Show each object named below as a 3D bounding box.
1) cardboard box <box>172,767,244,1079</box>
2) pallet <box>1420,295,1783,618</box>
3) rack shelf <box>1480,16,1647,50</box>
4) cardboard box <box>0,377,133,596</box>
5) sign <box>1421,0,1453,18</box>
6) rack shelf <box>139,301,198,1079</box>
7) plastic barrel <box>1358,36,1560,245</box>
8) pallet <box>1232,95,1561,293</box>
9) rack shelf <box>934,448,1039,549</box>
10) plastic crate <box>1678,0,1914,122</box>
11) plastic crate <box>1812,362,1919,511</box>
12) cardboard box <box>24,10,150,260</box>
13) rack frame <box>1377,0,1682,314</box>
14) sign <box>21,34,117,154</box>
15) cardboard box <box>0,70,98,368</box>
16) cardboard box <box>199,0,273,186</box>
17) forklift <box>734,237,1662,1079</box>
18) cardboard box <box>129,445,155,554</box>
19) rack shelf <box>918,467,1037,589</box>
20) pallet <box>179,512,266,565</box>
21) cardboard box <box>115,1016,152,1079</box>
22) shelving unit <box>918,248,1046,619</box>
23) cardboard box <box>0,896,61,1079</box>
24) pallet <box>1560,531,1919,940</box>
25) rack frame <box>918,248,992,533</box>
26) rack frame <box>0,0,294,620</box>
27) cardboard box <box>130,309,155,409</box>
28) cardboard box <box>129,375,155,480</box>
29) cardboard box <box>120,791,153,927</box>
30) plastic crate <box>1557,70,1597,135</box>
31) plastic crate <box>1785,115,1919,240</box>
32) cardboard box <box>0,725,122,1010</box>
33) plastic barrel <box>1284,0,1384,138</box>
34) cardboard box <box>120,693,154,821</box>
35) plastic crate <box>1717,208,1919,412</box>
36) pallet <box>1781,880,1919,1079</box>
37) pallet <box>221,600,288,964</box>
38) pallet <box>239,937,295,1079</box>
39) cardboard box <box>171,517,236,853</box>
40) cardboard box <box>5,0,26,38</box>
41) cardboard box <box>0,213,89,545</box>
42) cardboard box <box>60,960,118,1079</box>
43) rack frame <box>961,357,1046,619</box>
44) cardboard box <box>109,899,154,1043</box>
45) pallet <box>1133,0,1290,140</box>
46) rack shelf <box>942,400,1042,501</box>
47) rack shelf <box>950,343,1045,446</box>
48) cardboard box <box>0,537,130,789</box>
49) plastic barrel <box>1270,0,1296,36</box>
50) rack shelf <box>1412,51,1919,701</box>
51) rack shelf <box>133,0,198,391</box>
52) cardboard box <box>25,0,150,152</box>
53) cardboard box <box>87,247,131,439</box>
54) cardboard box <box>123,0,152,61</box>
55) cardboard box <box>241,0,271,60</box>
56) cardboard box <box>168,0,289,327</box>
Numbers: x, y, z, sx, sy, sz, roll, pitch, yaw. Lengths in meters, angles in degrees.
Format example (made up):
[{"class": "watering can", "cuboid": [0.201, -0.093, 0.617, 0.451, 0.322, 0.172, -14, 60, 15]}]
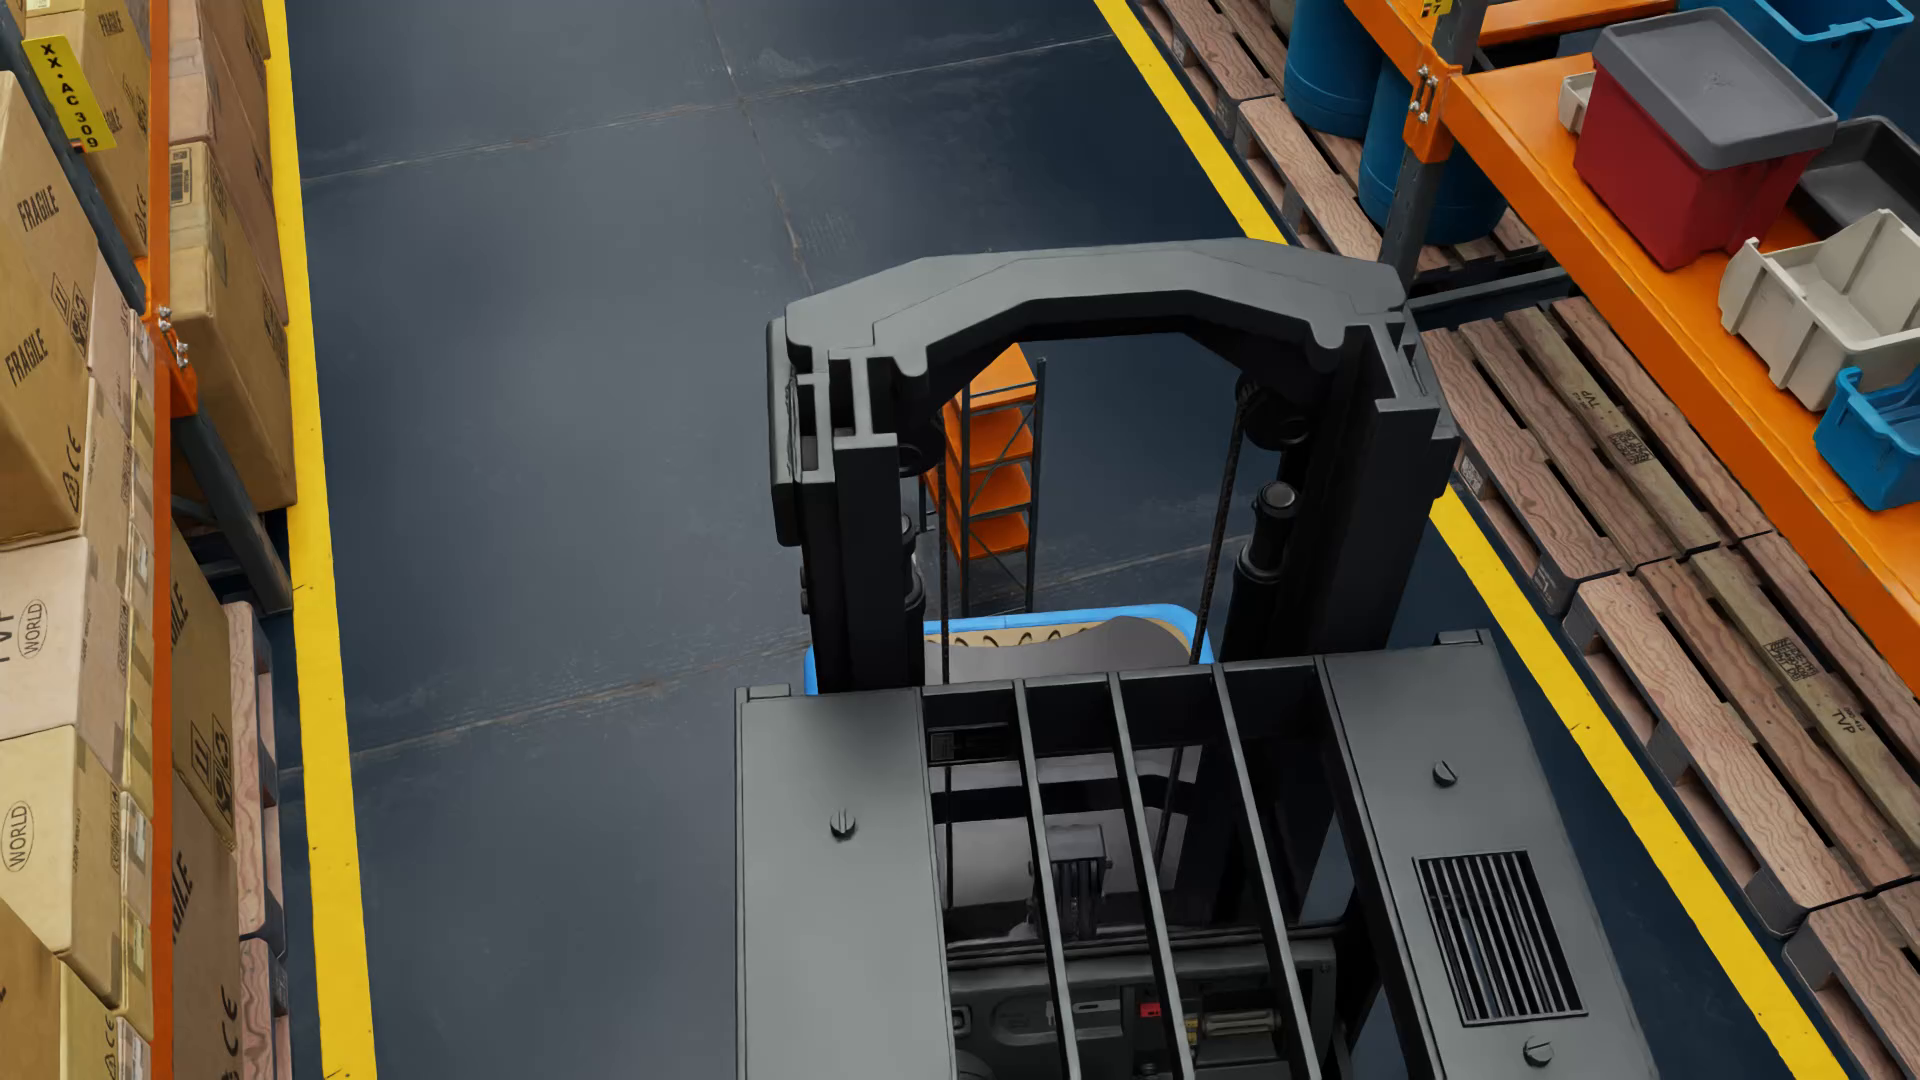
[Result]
[{"class": "cardboard box", "cuboid": [-2.333, 1.045, 4.022, 0.875, 0.875, 0.875, -13, 51, -11]}, {"class": "pallet", "cuboid": [2.268, -0.355, 5.911, 1.003, 0.211, 1.213, -13, 51, -11]}, {"class": "rack shelf", "cuboid": [1.422, -3.057, 6.742, 0.831, 0.071, 3.687, -13, 51, -11]}, {"class": "cardboard box", "cuboid": [-2.182, -0.069, 3.750, 0.500, 0.250, 0.500, -12, 51, -10]}, {"class": "sign", "cuboid": [1.487, -1.748, 5.081, 0.100, 0.325, 0.005, -13, 51, -11]}, {"class": "rack shelf", "cuboid": [-2.127, 1.031, 3.390, 1.077, 0.370, 4.000, -13, 51, -11]}, {"class": "plastic barrel", "cuboid": [1.869, -1.642, 6.270, 0.600, 0.901, 0.708, -13, 51, -11]}, {"class": "pallet", "cuboid": [1.825, -1.456, 6.839, 1.003, 0.211, 1.213, -13, 51, -11]}, {"class": "rack shelf", "cuboid": [0.049, -0.222, 5.241, 0.258, 0.148, 0.480, -13, 51, -11]}, {"class": "plastic crate", "cuboid": [2.477, -1.532, 5.051, 0.392, 0.384, 0.575, -13, 51, -11]}, {"class": "plastic crate", "cuboid": [2.344, -0.268, 4.084, 0.416, 0.233, 0.300, -13, 51, -11]}, {"class": "cardboard box", "cuboid": [-2.615, -1.087, 4.639, 0.500, 0.500, 0.500, -13, 51, -11]}, {"class": "rack frame", "cuboid": [2.013, -1.782, 5.290, 1.000, 3.000, 0.127, -13, 51, -11]}, {"class": "sign", "cuboid": [-2.189, -1.093, 4.091, 0.100, 0.325, 0.005, -13, 51, -11]}, {"class": "cardboard box", "cuboid": [-2.327, -0.676, 3.771, 0.500, 0.500, 0.500, -12, 51, -10]}, {"class": "cardboard box", "cuboid": [-3.461, -1.872, 6.481, 1.225, 0.875, 0.875, -13, 51, -11]}, {"class": "forklift", "cuboid": [0.252, 1.061, 2.939, 1.130, 2.935, 3.031, -4, 50, -4]}, {"class": "cardboard box", "cuboid": [-2.163, -0.057, 4.000, 0.380, 0.149, 0.250, -14, 51, -12]}, {"class": "rack shelf", "cuboid": [0.049, -0.094, 5.393, 0.258, 0.148, 0.480, -13, 51, -11]}, {"class": "pallet", "cuboid": [-3.018, -0.310, 5.873, 1.003, 0.211, 1.213, -13, 51, -11]}, {"class": "cardboard box", "cuboid": [-1.708, 1.068, 3.052, 0.380, 0.149, 0.250, -14, 51, -11]}, {"class": "shelving unit", "cuboid": [0.049, -0.266, 5.189, 0.258, 1.200, 0.503, -13, 51, -11]}, {"class": "cardboard box", "cuboid": [-1.726, 0.817, 2.513, 0.500, 0.500, 0.500, -15, 51, -12]}, {"class": "pallet", "cuboid": [2.632, 0.538, 5.158, 1.003, 0.211, 1.213, -13, 51, -11]}, {"class": "rack frame", "cuboid": [-0.023, -0.444, 5.340, 0.240, 1.200, 0.015, -13, 51, -11]}, {"class": "rack frame", "cuboid": [-2.718, -0.662, 4.346, 1.000, 3.000, 0.127, -13, 51, -11]}, {"class": "cardboard box", "cuboid": [-2.315, -0.432, 4.317, 0.380, 0.149, 0.250, -13, 51, -11]}, {"class": "cardboard box", "cuboid": [-2.239, -0.244, 4.158, 0.380, 0.149, 0.250, -12, 51, -10]}, {"class": "cardboard box", "cuboid": [-1.861, 0.692, 3.369, 0.380, 0.149, 0.250, -13, 51, -10]}, {"class": "plastic crate", "cuboid": [2.014, -1.344, 5.054, 0.396, 0.136, 0.243, -13, 51, -11]}, {"class": "plastic crate", "cuboid": [2.601, -0.956, 4.734, 0.437, 0.125, 0.590, -13, 51, -11]}, {"class": "cardboard box", "cuboid": [-1.884, 0.675, 3.123, 0.500, 0.250, 0.500, -14, 51, -12]}, {"class": "plastic barrel", "cuboid": [1.659, -2.159, 6.706, 0.600, 0.901, 0.708, -13, 51, -11]}, {"class": "cardboard box", "cuboid": [-1.935, 0.506, 3.526, 0.380, 0.149, 0.250, -14, 51, -12]}, {"class": "plastic crate", "cuboid": [2.289, -0.606, 4.337, 0.437, 0.282, 0.530, -13, 51, -11]}, {"class": "pallet", "cuboid": [2.989, 1.427, 4.409, 1.003, 0.211, 1.213, -13, 51, -11]}, {"class": "pallet", "cuboid": [-2.568, 0.810, 4.929, 1.003, 0.211, 1.213, -13, 51, -11]}, {"class": "pallet", "cuboid": [-2.204, 1.703, 4.177, 1.003, 0.211, 1.213, -13, 51, -11]}, {"class": "cardboard box", "cuboid": [-2.600, 0.388, 4.576, 0.875, 0.875, 0.875, -13, 51, -11]}, {"class": "cardboard box", "cuboid": [-2.915, -1.482, 4.316, 0.797, 0.503, 0.637, -15, 51, -12]}, {"class": "cardboard box", "cuboid": [-2.183, -0.309, 3.462, 0.500, 0.500, 0.500, -13, 51, -11]}, {"class": "cardboard box", "cuboid": [-1.725, 1.055, 2.803, 0.500, 0.250, 0.500, -15, 51, -12]}, {"class": "rack frame", "cuboid": [0.121, -0.088, 5.039, 0.240, 1.200, 0.015, -13, 51, -11]}, {"class": "cardboard box", "cuboid": [-1.781, 0.884, 3.207, 0.380, 0.149, 0.250, -14, 51, -12]}, {"class": "pallet", "cuboid": [1.460, -2.349, 7.592, 1.003, 0.211, 1.213, -13, 51, -11]}, {"class": "rack shelf", "cuboid": [0.049, -0.367, 5.070, 0.258, 0.148, 0.480, -13, 51, -11]}, {"class": "rack shelf", "cuboid": [0.049, -0.519, 4.889, 0.258, 0.148, 0.480, -13, 51, -11]}, {"class": "cardboard box", "cuboid": [-2.031, 0.304, 3.435, 0.500, 0.250, 0.500, -12, 51, -10]}, {"class": "plastic barrel", "cuboid": [1.578, -2.466, 7.220, 0.421, 0.512, 0.421, 0, 50, 0]}, {"class": "rack shelf", "cuboid": [2.605, -0.089, 4.334, 1.077, 0.370, 4.000, -13, 51, -11]}, {"class": "rack shelf", "cuboid": [-3.310, -1.891, 5.853, 1.077, 0.370, 4.000, -13, 51, -11]}, {"class": "cardboard box", "cuboid": [-2.765, -1.453, 4.948, 0.500, 0.500, 0.500, -13, 51, -11]}, {"class": "cardboard box", "cuboid": [-2.337, -0.446, 4.068, 0.500, 0.250, 0.500, -14, 51, -12]}, {"class": "cardboard box", "cuboid": [-2.913, -1.819, 5.256, 0.500, 0.500, 0.500, -14, 51, -12]}, {"class": "cardboard box", "cuboid": [-3.717, -2.525, 7.032, 1.225, 0.875, 0.875, -15, 52, -13]}, {"class": "cardboard box", "cuboid": [-3.192, -1.228, 5.938, 1.225, 0.875, 0.875, -15, 51, -12]}]
